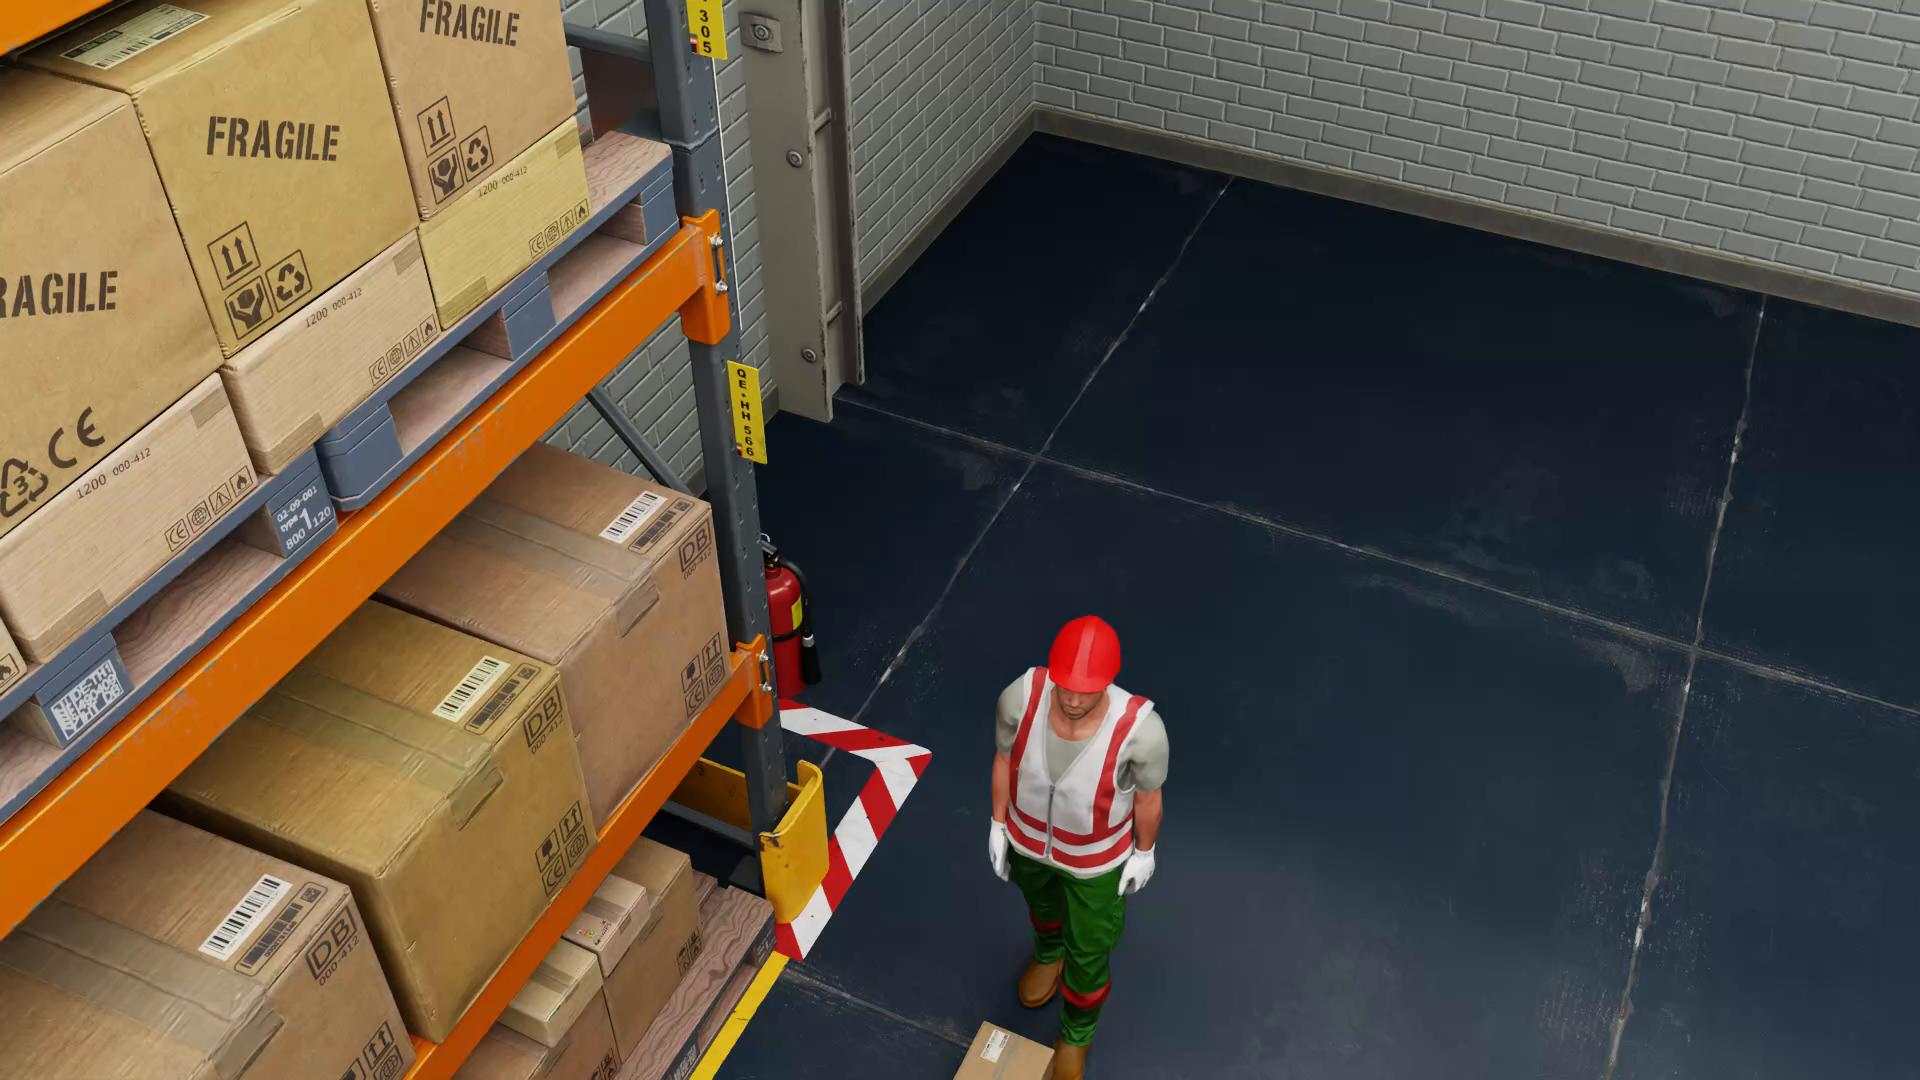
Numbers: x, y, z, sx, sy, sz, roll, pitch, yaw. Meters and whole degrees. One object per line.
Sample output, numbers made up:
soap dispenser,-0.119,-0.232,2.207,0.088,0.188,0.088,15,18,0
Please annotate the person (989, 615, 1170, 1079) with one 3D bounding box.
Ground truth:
person,0.308,0.956,5.075,0.527,1.797,0.571,19,45,20
